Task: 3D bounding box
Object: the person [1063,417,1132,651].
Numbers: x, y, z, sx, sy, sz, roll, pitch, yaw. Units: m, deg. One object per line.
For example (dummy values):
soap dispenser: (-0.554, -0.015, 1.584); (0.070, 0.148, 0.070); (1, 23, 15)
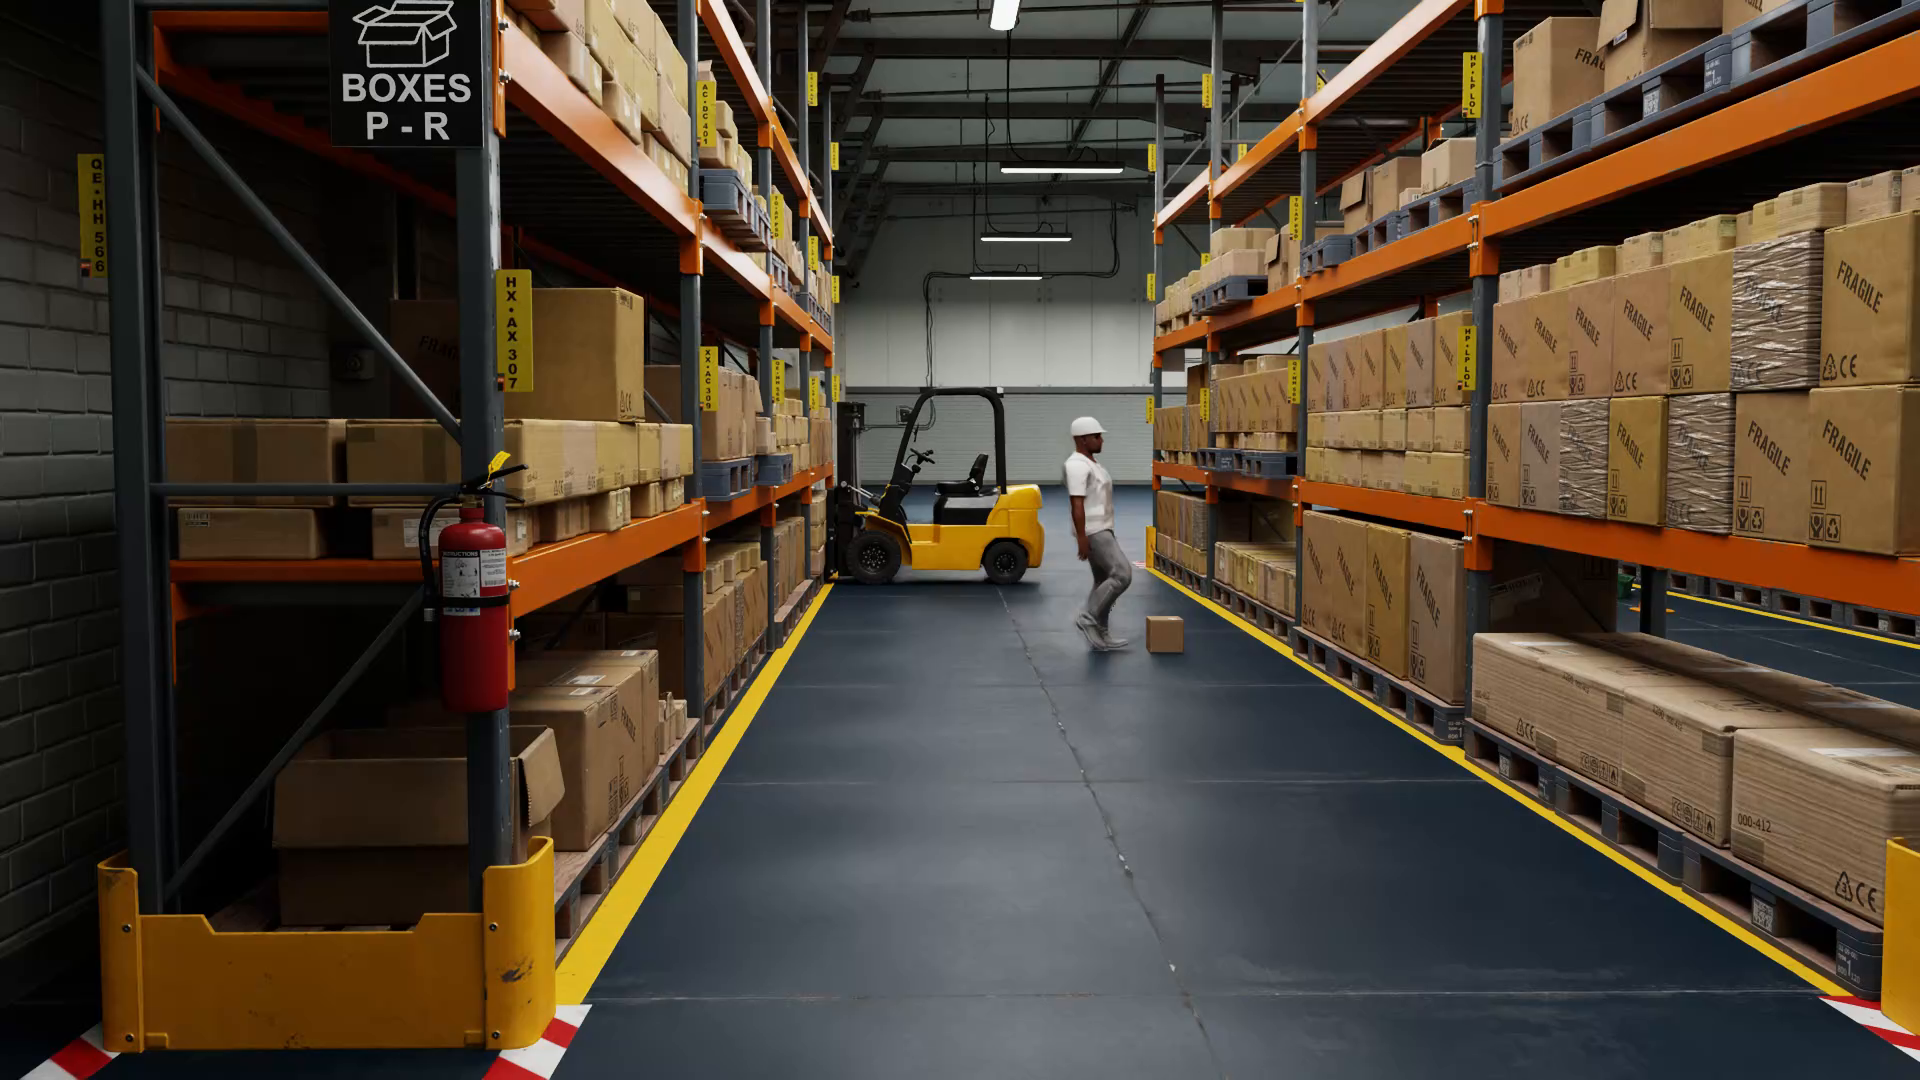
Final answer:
person: (1.064, -0.050, 12.607); (0.516, 1.763, 0.607); (1, 4, 15)
